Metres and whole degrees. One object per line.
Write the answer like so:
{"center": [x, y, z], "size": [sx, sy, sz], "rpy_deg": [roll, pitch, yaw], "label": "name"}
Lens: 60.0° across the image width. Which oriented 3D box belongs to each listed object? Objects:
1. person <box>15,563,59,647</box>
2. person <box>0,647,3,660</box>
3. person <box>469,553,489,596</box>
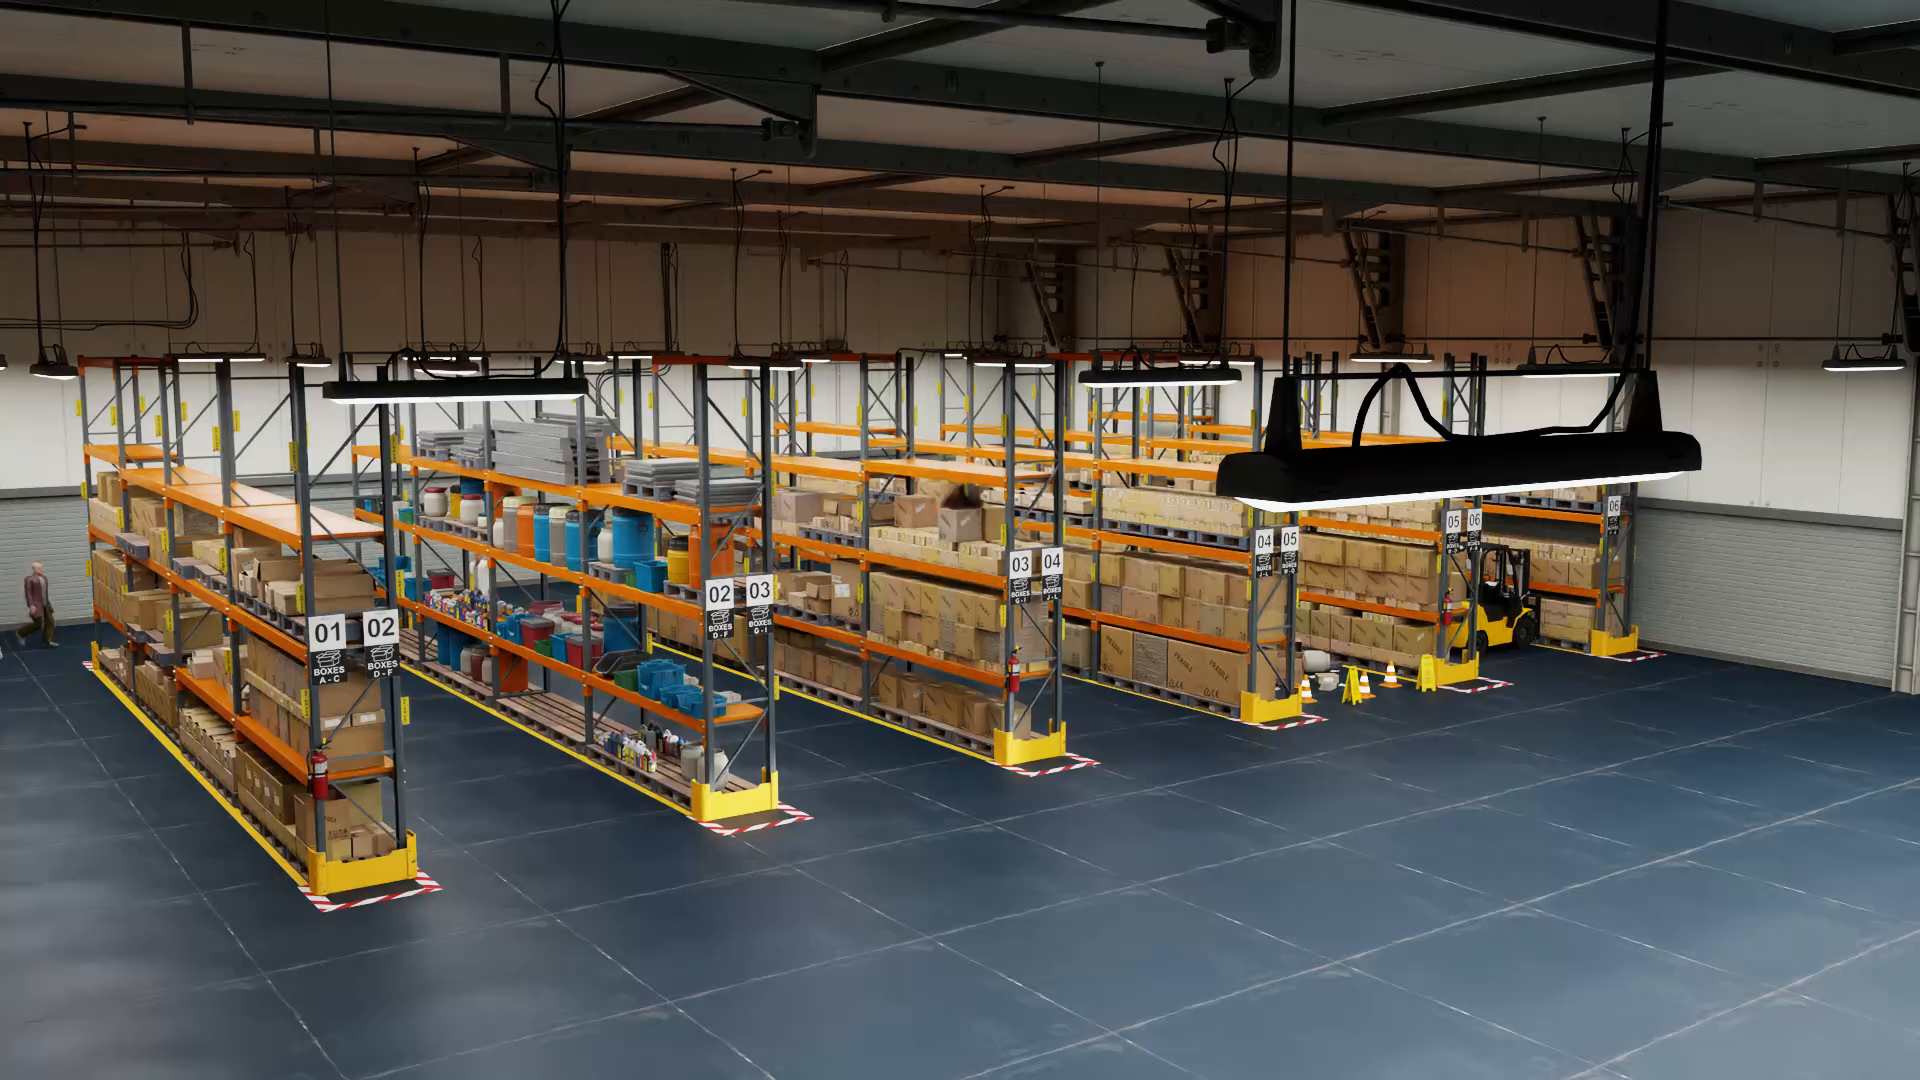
{"center": [-18.878, 1.327, 34.007], "size": [0.804, 1.745, 0.598], "rpy_deg": [1, 7, 7], "label": "person"}
{"center": [-17.181, 1.969, 29.241], "size": [0.551, 1.636, 0.940], "rpy_deg": [-7, 10, -44], "label": "person"}
{"center": [-10.378, 1.096, 35.920], "size": [0.671, 1.766, 0.439], "rpy_deg": [3, 7, 21], "label": "person"}
